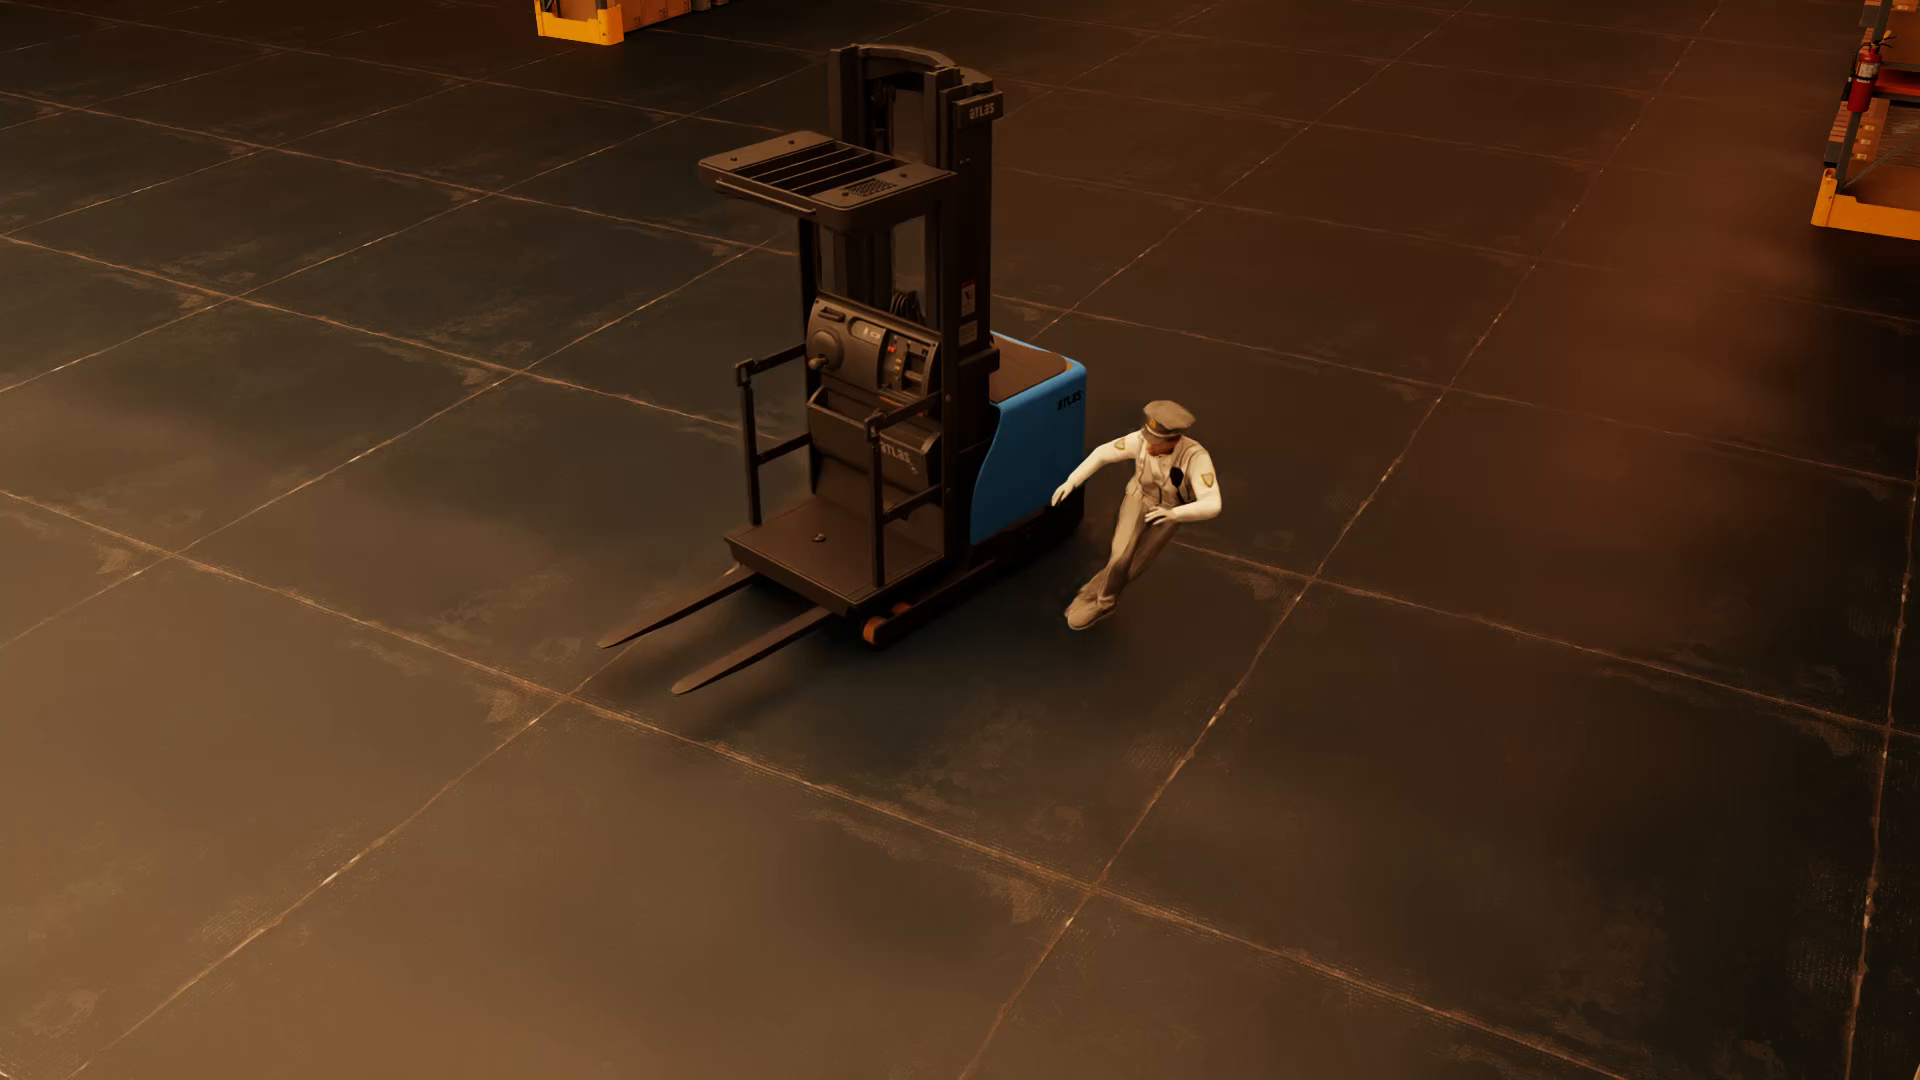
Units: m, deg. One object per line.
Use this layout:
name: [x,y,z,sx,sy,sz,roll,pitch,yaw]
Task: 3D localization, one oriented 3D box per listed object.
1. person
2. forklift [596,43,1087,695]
person: [0.920,-0.081,8.715,0.908,1.433,0.823,7,31,12]
forklift: [-0.617,-0.980,8.768,1.130,2.935,3.031,25,38,36]
